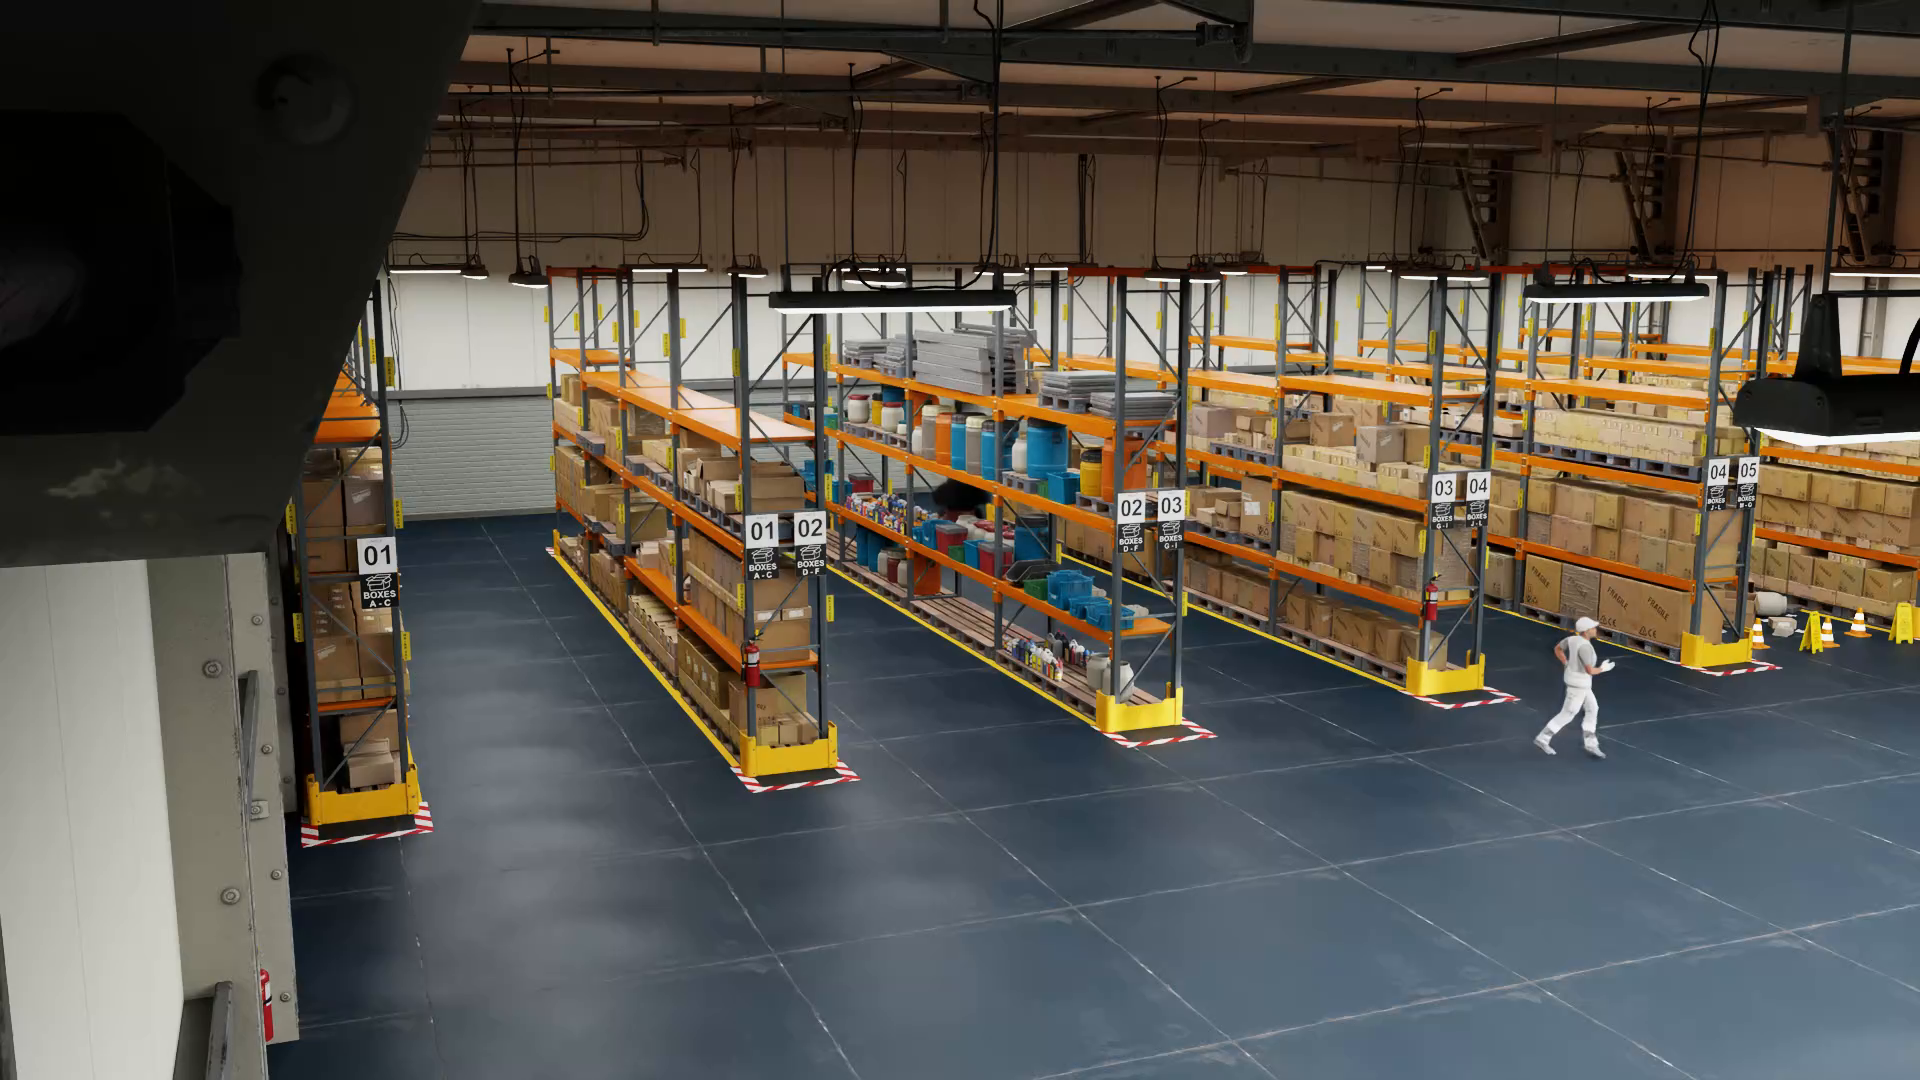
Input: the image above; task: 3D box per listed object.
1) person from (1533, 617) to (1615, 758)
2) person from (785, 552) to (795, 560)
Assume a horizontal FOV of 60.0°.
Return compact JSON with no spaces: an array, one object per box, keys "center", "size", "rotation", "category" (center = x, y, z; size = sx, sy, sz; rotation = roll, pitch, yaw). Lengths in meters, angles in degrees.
[{"center":[7.689,1.853,20.861],"size":[0.938,1.826,0.674],"rotation":[1,10,8],"category":"person"},{"center":[-2.749,0.364,27.890],"size":[0.679,1.776,0.836],"rotation":[-7,12,-34],"category":"person"}]
